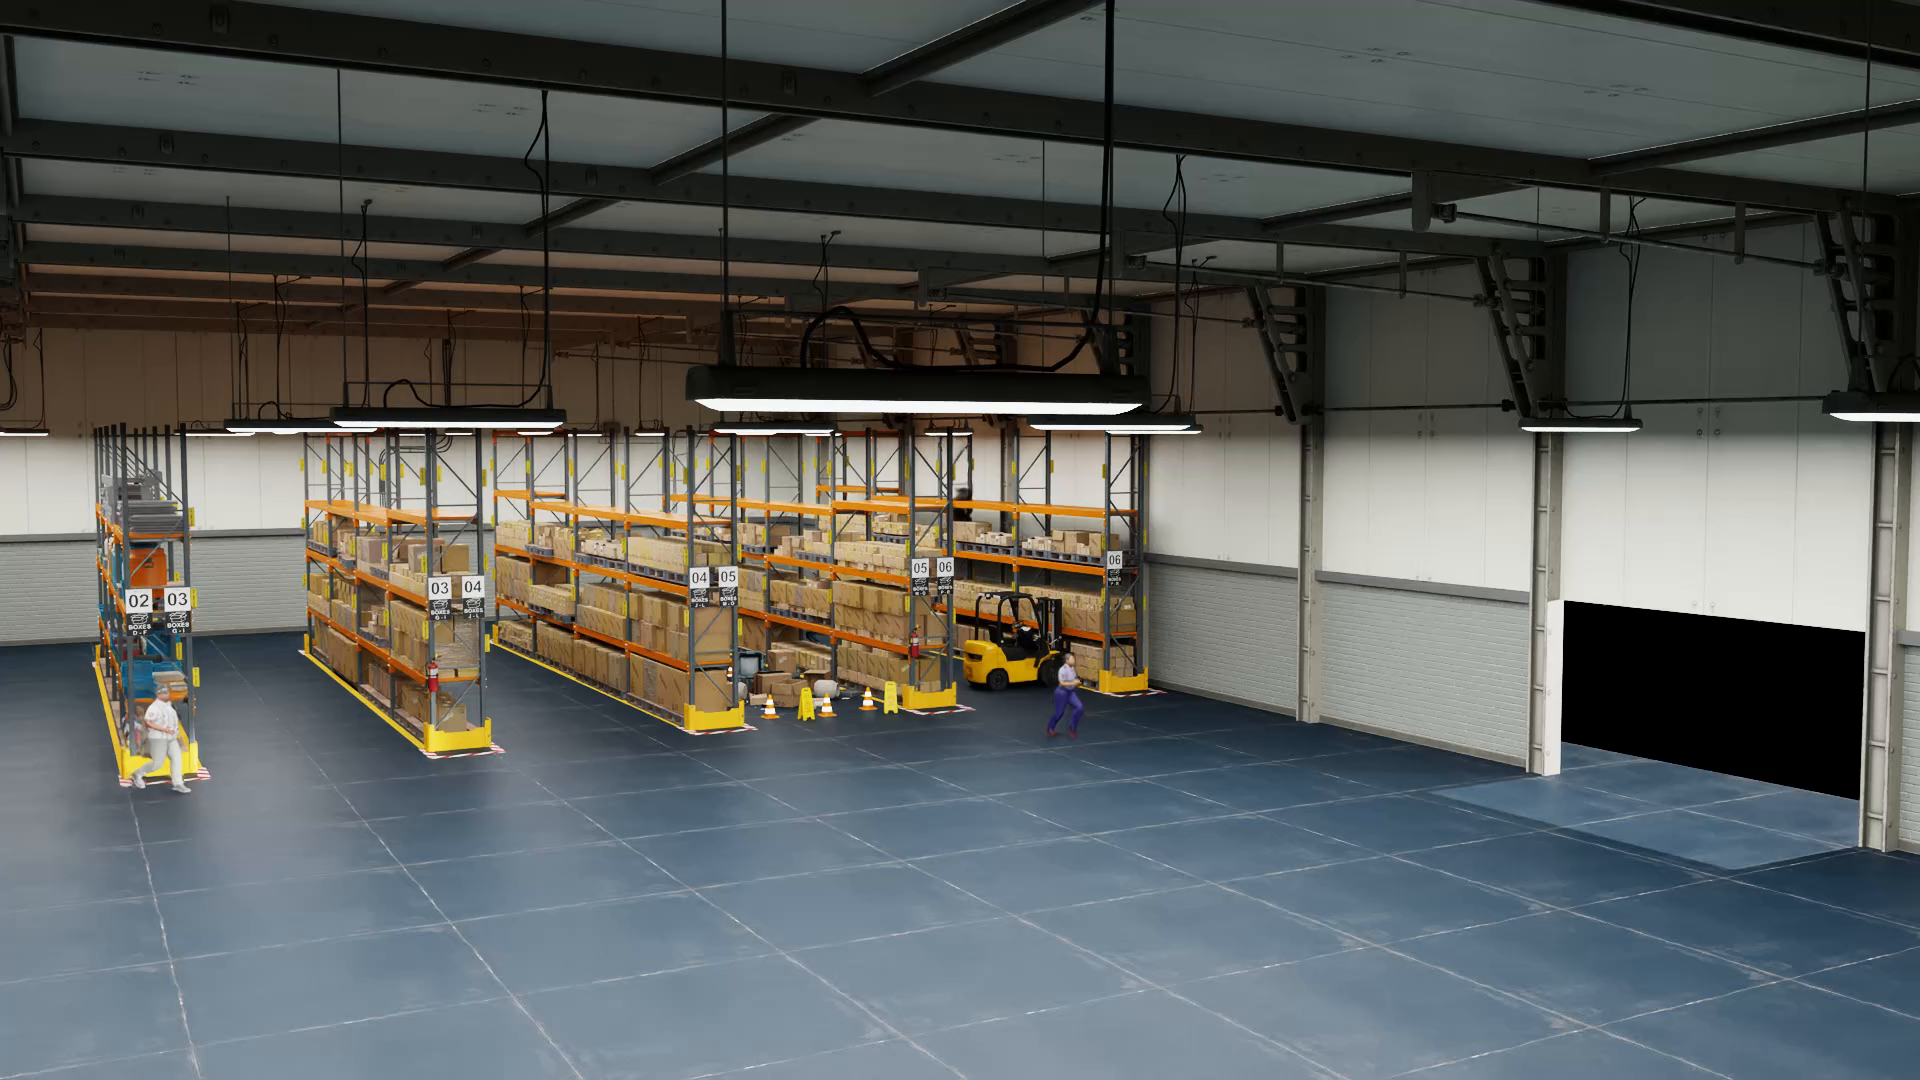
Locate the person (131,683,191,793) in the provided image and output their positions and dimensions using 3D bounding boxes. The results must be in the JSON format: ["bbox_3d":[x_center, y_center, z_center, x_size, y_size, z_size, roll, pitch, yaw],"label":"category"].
[{"bbox_3d":[-12.920,3.209,26.960,0.982,1.775,0.695,0,3,8],"label":"person"}]

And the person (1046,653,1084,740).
[{"bbox_3d":[1.999,2.992,31.785,0.812,1.654,0.628,2,4,34],"label":"person"}]

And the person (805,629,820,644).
[{"bbox_3d":[-3.975,2.253,44.558,0.546,1.562,0.459,-2,4,-34],"label":"person"}]
